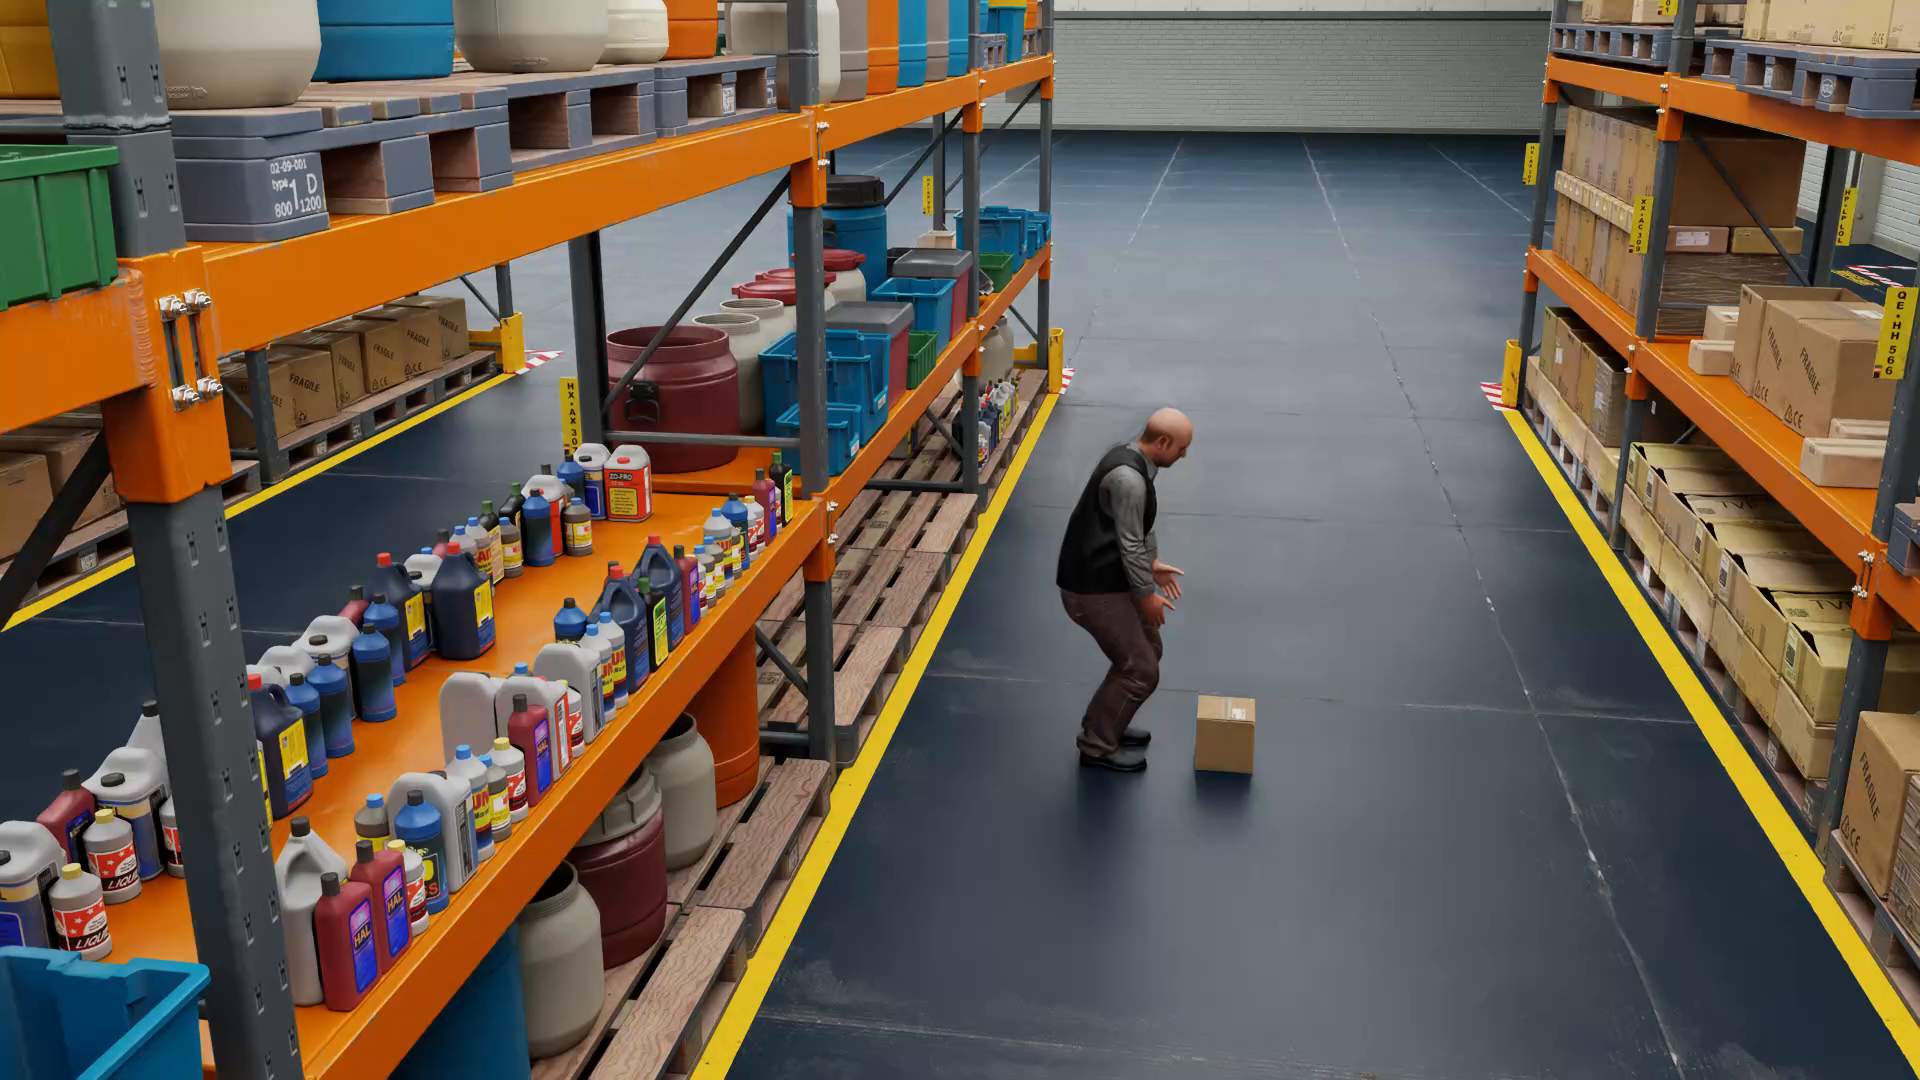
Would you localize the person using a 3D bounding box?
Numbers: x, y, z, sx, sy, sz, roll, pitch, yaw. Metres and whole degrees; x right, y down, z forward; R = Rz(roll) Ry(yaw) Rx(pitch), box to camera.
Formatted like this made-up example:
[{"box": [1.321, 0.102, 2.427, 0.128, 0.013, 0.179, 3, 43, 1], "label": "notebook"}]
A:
[{"box": [0.703, 0.194, 7.234, 0.555, 1.581, 0.581, 3, 18, 10], "label": "person"}]
